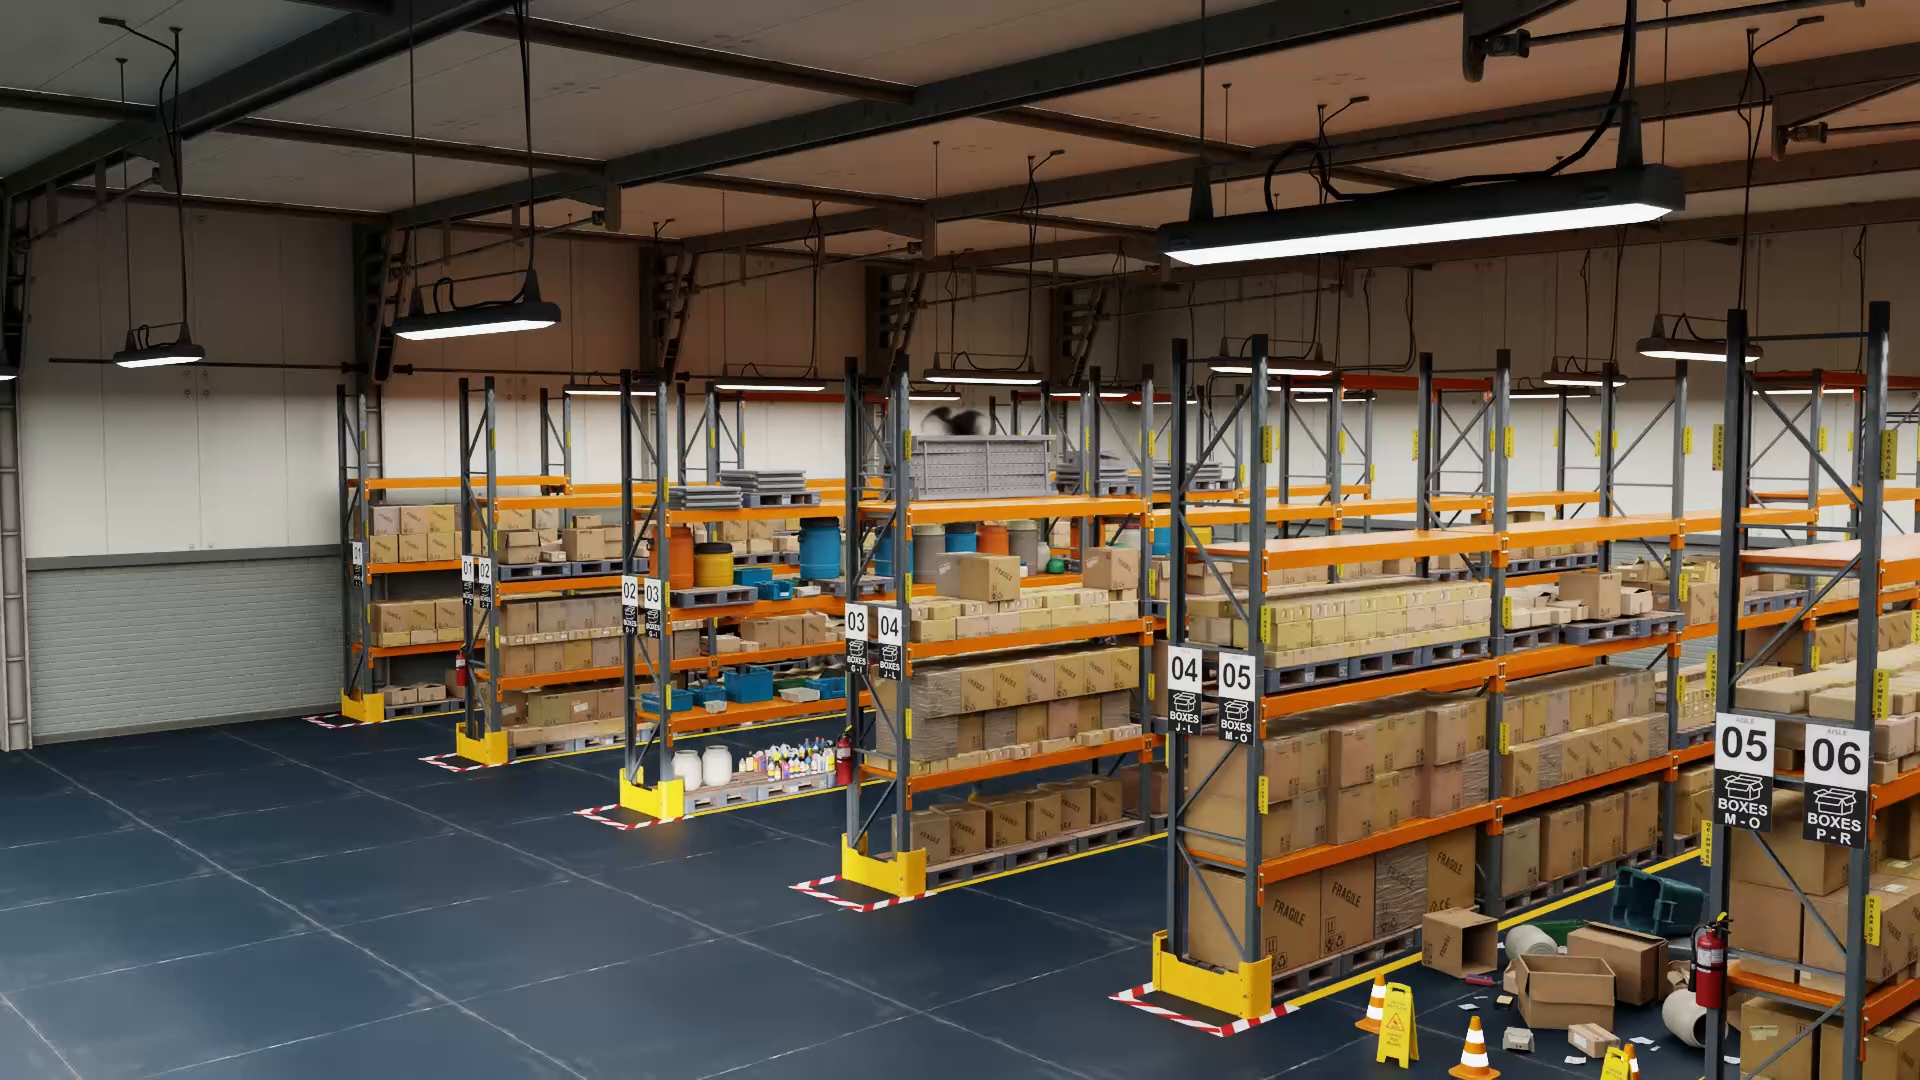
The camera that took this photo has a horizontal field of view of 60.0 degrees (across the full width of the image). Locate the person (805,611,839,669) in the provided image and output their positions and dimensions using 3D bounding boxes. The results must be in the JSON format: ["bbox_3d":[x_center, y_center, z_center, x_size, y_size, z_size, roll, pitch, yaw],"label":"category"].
[{"bbox_3d":[-2.798,2.206,34.103,0.752,1.556,1.026,3,5,37],"label":"person"}]
